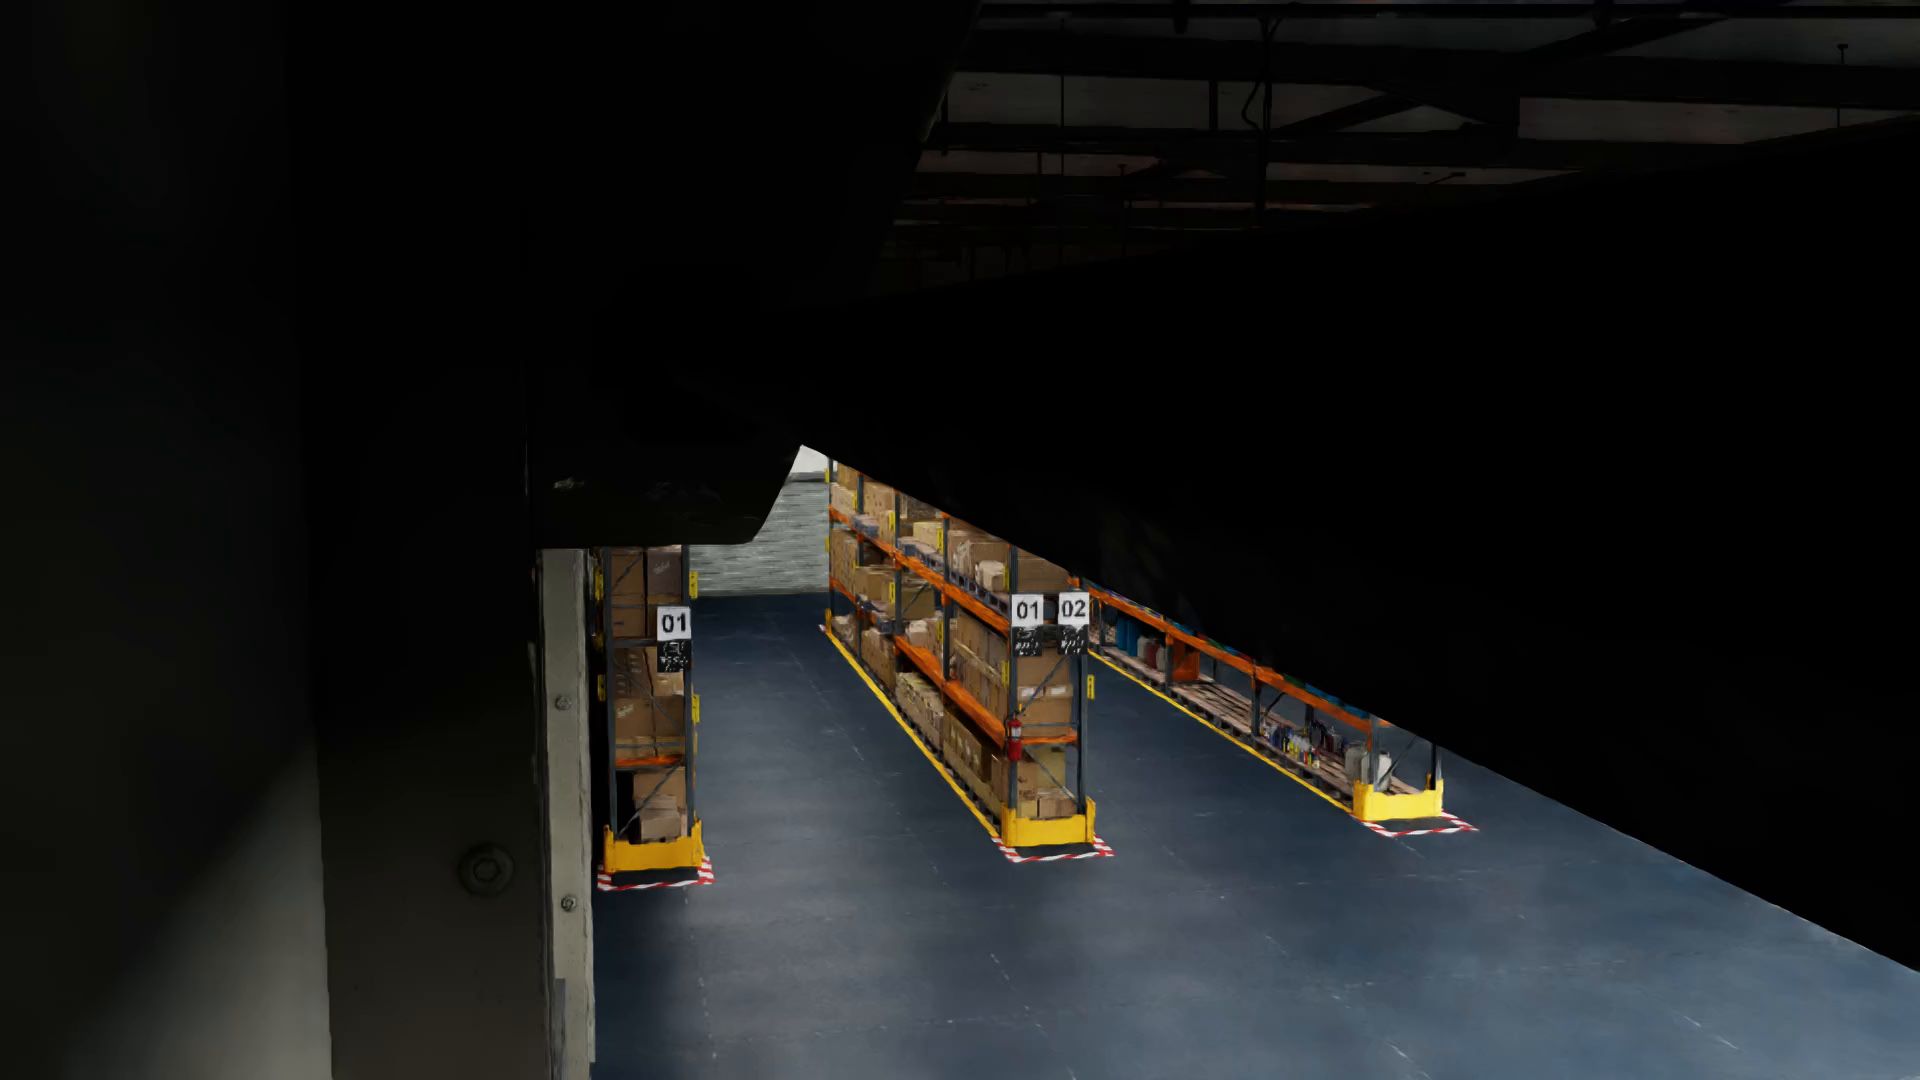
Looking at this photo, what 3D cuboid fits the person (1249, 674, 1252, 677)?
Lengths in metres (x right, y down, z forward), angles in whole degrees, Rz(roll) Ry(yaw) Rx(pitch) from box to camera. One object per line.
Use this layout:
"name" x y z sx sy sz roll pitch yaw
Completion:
"person" 5.765 1.757 31.352 0.677 1.742 0.551 -2 7 -14
